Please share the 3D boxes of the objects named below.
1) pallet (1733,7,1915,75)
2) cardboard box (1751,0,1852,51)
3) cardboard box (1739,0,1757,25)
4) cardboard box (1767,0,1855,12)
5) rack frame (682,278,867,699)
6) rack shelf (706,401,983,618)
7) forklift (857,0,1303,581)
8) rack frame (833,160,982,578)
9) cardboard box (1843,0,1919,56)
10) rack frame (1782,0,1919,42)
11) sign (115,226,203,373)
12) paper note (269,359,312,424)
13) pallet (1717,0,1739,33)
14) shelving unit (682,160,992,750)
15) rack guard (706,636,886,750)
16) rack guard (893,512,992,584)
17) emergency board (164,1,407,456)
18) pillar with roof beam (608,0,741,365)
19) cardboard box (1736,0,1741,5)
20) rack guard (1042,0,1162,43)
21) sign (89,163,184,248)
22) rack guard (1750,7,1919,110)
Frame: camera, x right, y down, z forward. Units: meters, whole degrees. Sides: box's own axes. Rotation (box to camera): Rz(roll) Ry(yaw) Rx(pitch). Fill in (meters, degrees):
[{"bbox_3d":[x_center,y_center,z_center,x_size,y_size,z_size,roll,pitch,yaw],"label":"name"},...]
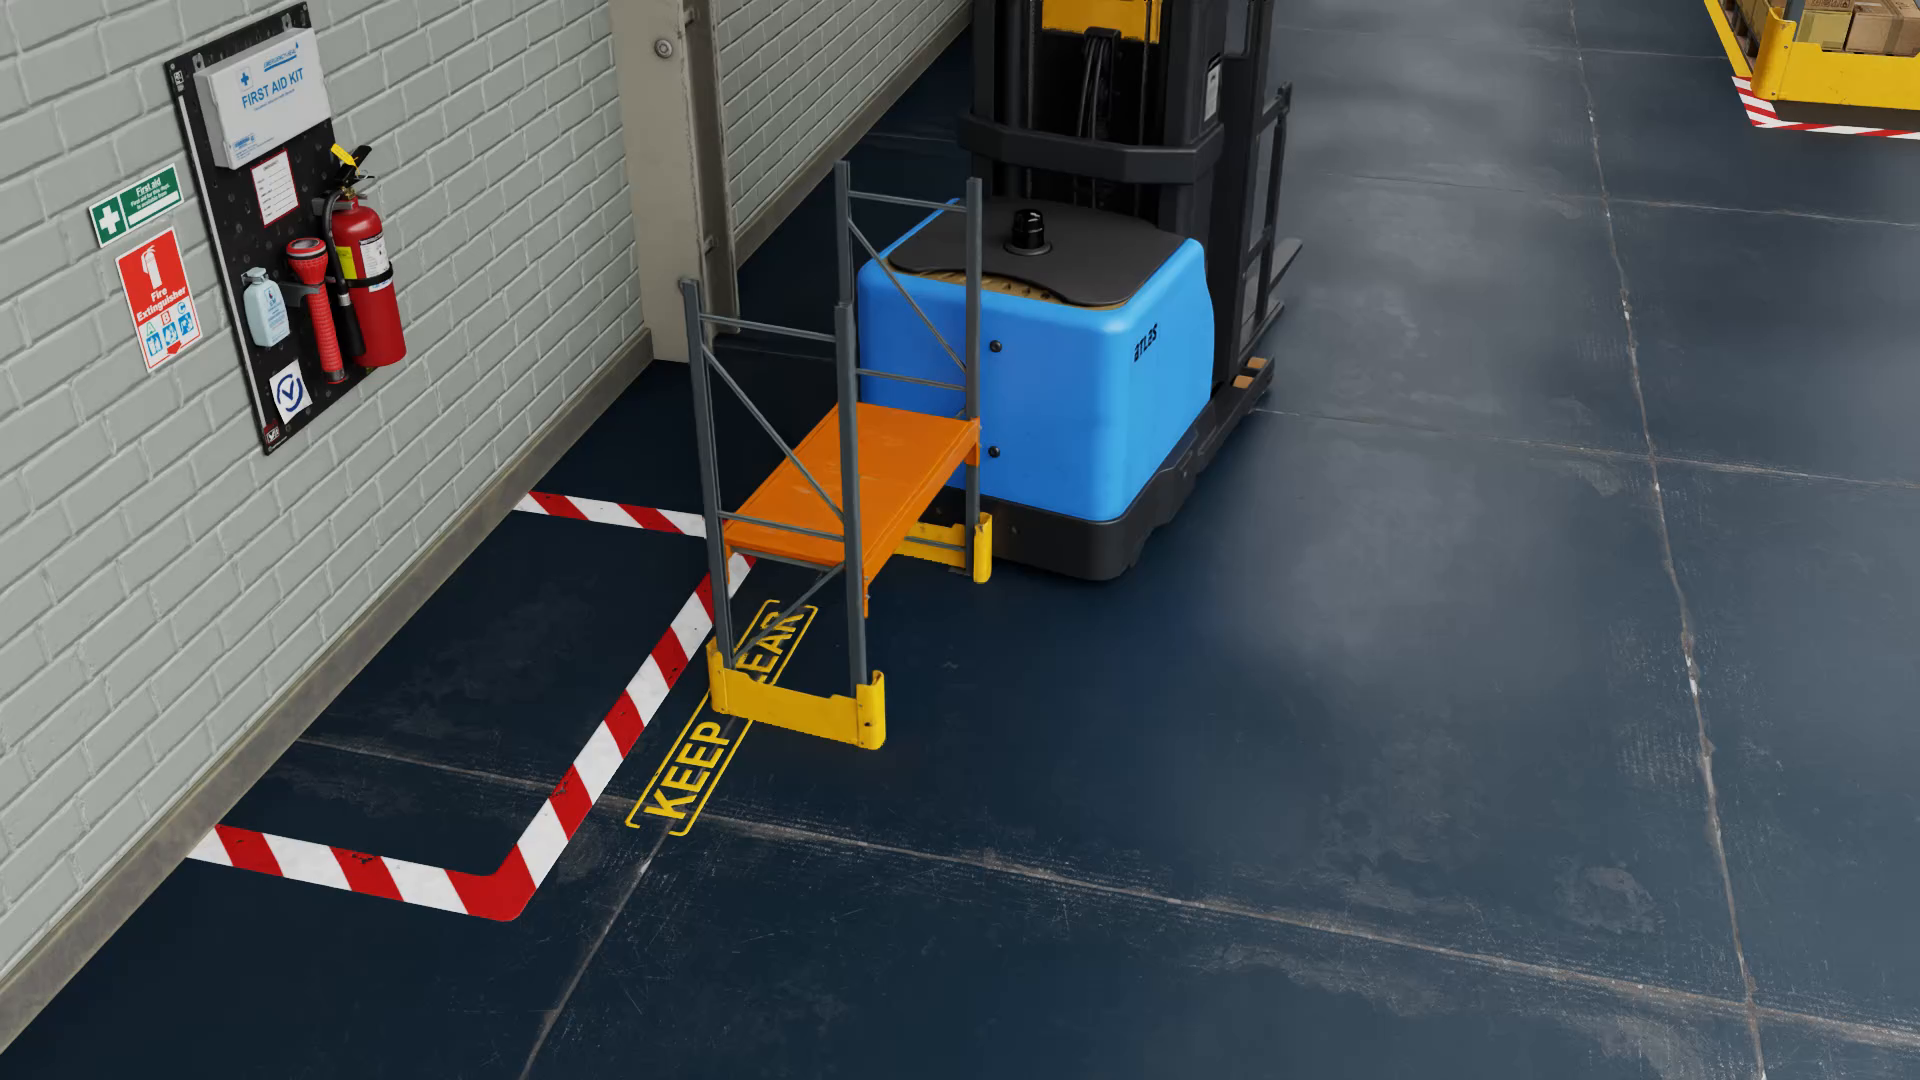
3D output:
[{"bbox_3d":[5.903,-3.361,11.341,1.003,0.211,1.213,8,33,12],"label":"pallet"},{"bbox_3d":[5.600,-3.471,11.086,0.500,0.250,0.500,8,33,12],"label":"cardboard box"},{"bbox_3d":[5.715,-3.732,11.496,0.500,0.250,0.500,8,33,12],"label":"cardboard box"},{"bbox_3d":[5.598,-3.788,10.885,0.500,0.500,0.500,8,33,12],"label":"cardboard box"},{"bbox_3d":[-0.526,-0.037,4.910,0.500,1.500,0.032,11,34,17],"label":"rack frame"},{"bbox_3d":[-0.348,-0.140,5.408,0.538,0.185,1.000,11,34,17],"label":"rack shelf"},{"bbox_3d":[0.718,-1.865,6.452,1.130,2.935,3.031,14,35,21],"label":"forklift"},{"bbox_3d":[-0.170,-0.548,5.713,0.500,1.500,0.032,11,34,17],"label":"rack frame"},{"bbox_3d":[6.101,-3.401,10.975,0.500,0.250,0.500,8,33,12],"label":"cardboard box"},{"bbox_3d":[5.750,-4.136,9.959,1.000,3.000,0.127,8,33,12],"label":"rack frame"},{"bbox_3d":[-2.129,-0.641,4.428,0.001,0.329,0.234,8,33,12],"label":"sign"},{"bbox_3d":[-2.000,-0.444,4.974,0.016,0.148,0.142,8,33,12],"label":"paper note"},{"bbox_3d":[6.215,-3.993,12.334,1.003,0.211,1.213,8,33,12],"label":"pallet"},{"bbox_3d":[-0.345,-0.297,5.319,0.587,1.500,1.083,11,34,17],"label":"shelving unit"},{"bbox_3d":[-0.519,0.481,5.260,0.587,0.250,0.087,11,34,17],"label":"rack guard"},{"bbox_3d":[-0.170,-0.020,6.048,0.587,0.250,0.087,11,34,17],"label":"rack guard"},{"bbox_3d":[-1.889,-0.898,4.867,0.194,1.169,0.643,8,33,12],"label":"emergency board"},{"bbox_3d":[2.939,-4.121,4.345,9.100,9.000,0.400,8,33,12],"label":"pillar with roof beam"},{"bbox_3d":[5.840,-3.992,11.905,0.500,0.250,0.500,8,33,12],"label":"cardboard box"},{"bbox_3d":[0.976,-3.793,11.750,1.175,0.500,0.348,8,33,12],"label":"rack guard"},{"bbox_3d":[-2.119,-0.865,4.288,0.001,0.109,0.331,8,33,12],"label":"sign"},{"bbox_3d":[5.743,-3.068,10.611,1.175,0.500,0.348,8,33,12],"label":"rack guard"}]
